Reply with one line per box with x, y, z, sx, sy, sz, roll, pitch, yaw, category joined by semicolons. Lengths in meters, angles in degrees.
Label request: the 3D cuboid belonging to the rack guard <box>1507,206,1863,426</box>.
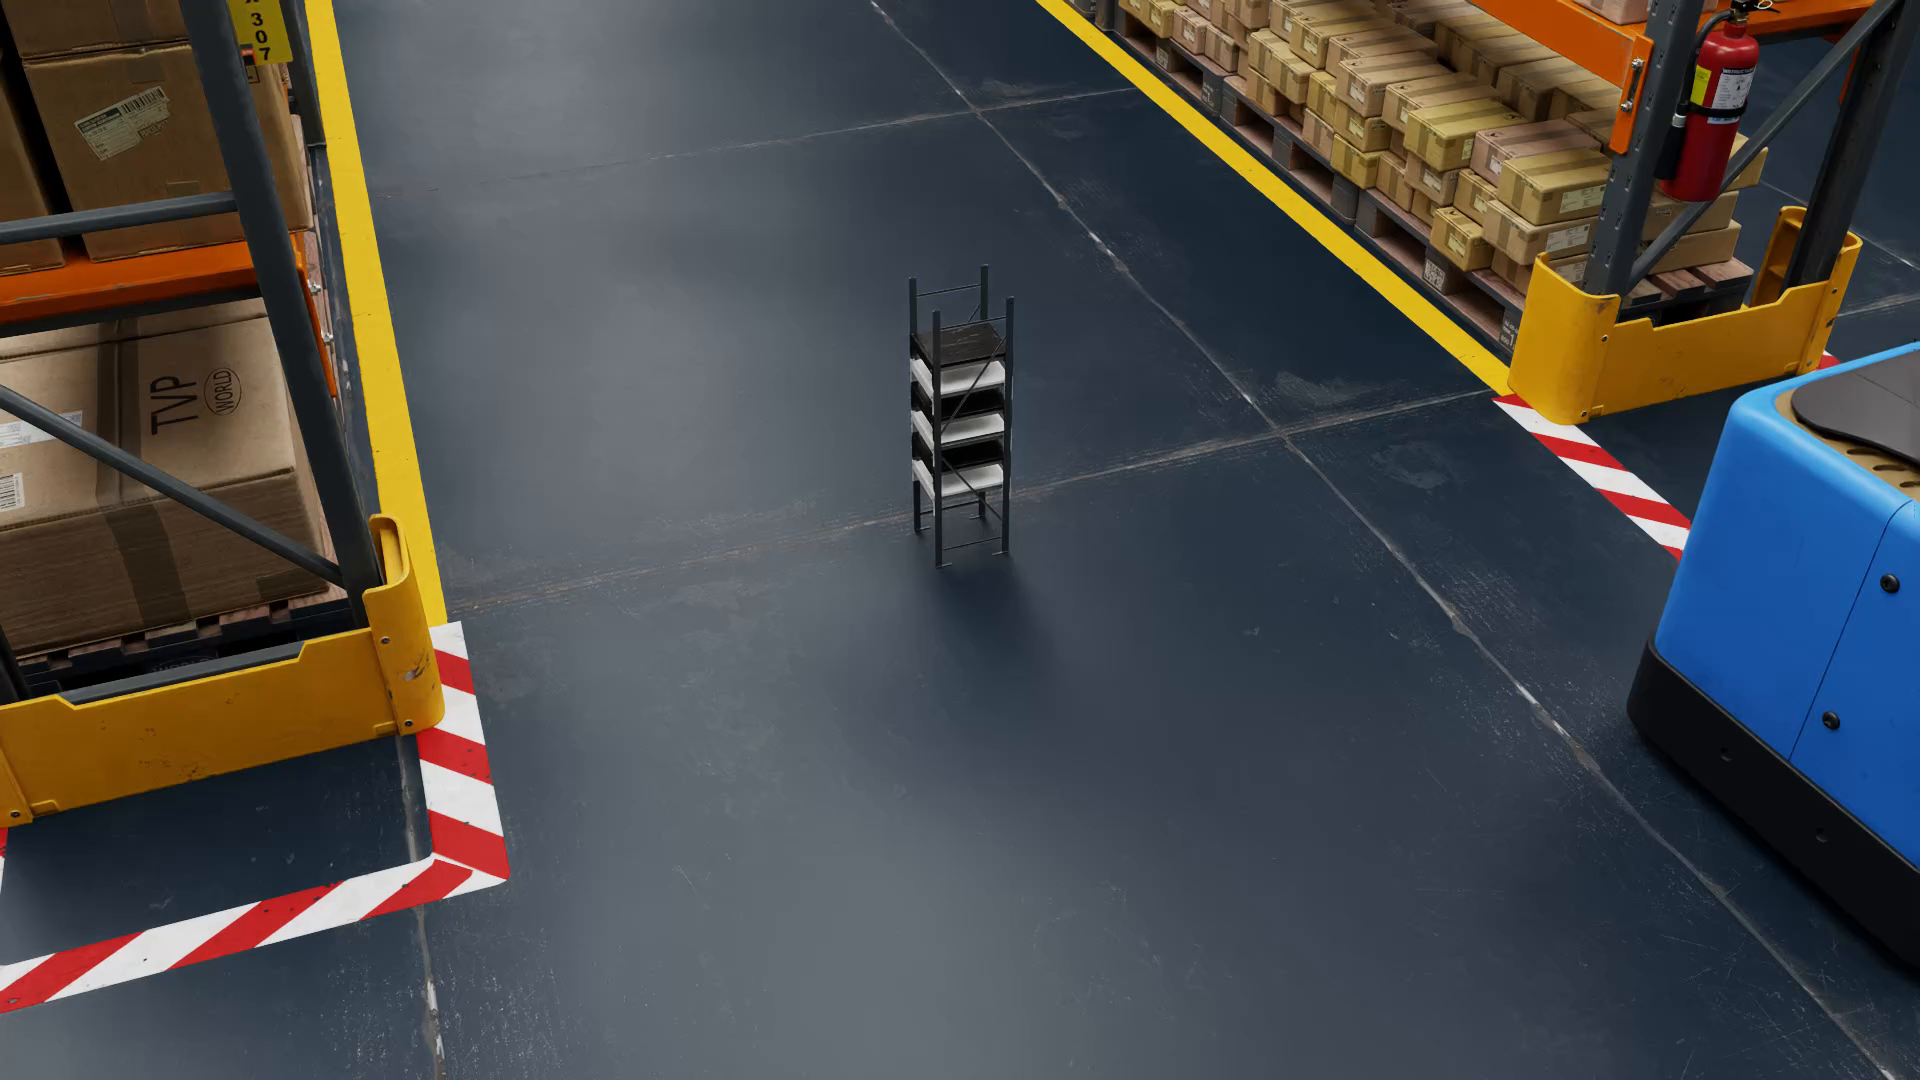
2.561;-0.804;5.902;1.175;0.500;0.348;-12;39;-16;rack guard

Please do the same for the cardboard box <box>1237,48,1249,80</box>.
1.520;-2.218;7.722;0.380;0.149;0.250;-14;39;-18;cardboard box

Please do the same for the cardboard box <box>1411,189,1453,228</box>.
2.017;-1.334;6.548;0.380;0.149;0.250;-13;39;-16;cardboard box

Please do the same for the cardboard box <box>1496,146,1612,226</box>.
2.167;-1.273;5.972;0.380;0.149;0.250;-12;39;-15;cardboard box

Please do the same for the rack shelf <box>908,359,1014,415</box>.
0.003;-0.472;4.885;0.258;0.077;0.200;-12;39;-16;rack shelf

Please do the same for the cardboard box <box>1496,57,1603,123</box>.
2.389;-1.815;6.692;0.380;0.149;0.250;-14;39;-18;cardboard box

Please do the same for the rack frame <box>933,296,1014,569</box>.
0.038;-0.297;4.897;0.240;0.900;0.006;-12;39;-16;rack frame

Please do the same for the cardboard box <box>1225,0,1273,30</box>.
1.429;-2.444;7.528;0.380;0.149;0.250;-12;39;-15;cardboard box

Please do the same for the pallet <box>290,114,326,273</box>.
-3.214;-1.377;6.903;1.003;0.211;1.213;-12;39;-16;pallet

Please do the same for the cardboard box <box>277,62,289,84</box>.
-2.280;-1.619;4.823;0.500;0.500;0.500;-13;39;-16;cardboard box

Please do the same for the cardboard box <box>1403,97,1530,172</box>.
1.926;-1.546;6.336;0.380;0.149;0.250;-13;39;-17;cardboard box

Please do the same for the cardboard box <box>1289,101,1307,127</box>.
1.681;-1.919;7.325;0.380;0.149;0.250;-11;38;-15;cardboard box

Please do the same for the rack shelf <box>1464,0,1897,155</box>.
1.899;-2.602;6.809;1.077;0.370;4.000;-12;39;-16;rack shelf

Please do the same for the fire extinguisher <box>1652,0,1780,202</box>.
2.241;-1.342;4.912;0.296;0.674;0.183;-12;39;-16;fire extinguisher

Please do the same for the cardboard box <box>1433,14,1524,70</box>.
2.254;-2.132;7.113;0.380;0.149;0.250;-12;39;-15;cardboard box

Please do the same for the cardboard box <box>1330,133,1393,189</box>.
1.773;-1.602;6.904;0.380;0.149;0.250;-14;39;-18;cardboard box

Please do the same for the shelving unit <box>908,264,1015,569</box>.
0.003;-0.355;4.973;0.258;0.900;0.210;-12;39;-16;shelving unit

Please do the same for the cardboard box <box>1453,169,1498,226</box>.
2.098;-1.305;6.263;0.380;0.149;0.250;-13;39;-17;cardboard box

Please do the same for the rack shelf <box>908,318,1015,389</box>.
0.003;-0.544;4.831;0.258;0.077;0.200;-12;39;-16;rack shelf

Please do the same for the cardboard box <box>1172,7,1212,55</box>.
1.260;-2.496;8.091;0.380;0.149;0.250;-13;39;-16;cardboard box

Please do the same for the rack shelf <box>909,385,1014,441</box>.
0.003;-0.400;4.939;0.258;0.077;0.200;-12;39;-16;rack shelf

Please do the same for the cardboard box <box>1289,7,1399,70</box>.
1.649;-2.160;7.151;0.380;0.149;0.250;-12;39;-16;cardboard box

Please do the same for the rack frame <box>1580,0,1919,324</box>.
2.587;-1.759;5.093;1.000;3.000;0.127;-12;39;-16;rack frame

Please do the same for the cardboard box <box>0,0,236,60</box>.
-1.923;-1.447;3.764;0.500;0.500;0.500;-13;39;-17;cardboard box

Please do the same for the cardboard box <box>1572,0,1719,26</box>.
2.210;-1.785;5.335;0.380;0.149;0.250;-12;39;-16;cardboard box

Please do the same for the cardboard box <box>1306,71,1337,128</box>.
1.696;-1.878;7.023;0.380;0.149;0.250;-11;38;-14;cardboard box

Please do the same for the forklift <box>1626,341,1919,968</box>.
3.367;-0.765;3.829;3.031;2.935;1.130;-16;40;-20;forklift

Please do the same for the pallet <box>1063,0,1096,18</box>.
0.941;-3.345;9.515;1.003;0.211;1.213;-12;39;-16;pallet

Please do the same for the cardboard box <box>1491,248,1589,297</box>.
2.210;-1.043;6.162;0.380;0.149;0.250;-12;39;-15;cardboard box

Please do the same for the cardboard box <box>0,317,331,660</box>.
-2.347;-0.174;4.768;0.875;0.438;0.875;-14;39;-17;cardboard box

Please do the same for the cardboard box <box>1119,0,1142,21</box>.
1.034;-2.776;8.463;0.380;0.149;0.250;-14;39;-18;cardboard box

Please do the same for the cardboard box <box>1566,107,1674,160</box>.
2.518;-1.523;6.305;0.380;0.149;0.250;-12;39;-15;cardboard box

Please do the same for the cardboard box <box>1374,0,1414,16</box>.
2.095;-2.417;7.492;0.380;0.149;0.250;-14;39;-18;cardboard box

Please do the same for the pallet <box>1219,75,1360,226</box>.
1.899;-1.843;7.521;1.003;0.211;1.213;-12;39;-16;pallet

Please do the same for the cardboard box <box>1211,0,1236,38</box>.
1.414;-2.488;7.833;0.380;0.149;0.250;-14;39;-18;cardboard box

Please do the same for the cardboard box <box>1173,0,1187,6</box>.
1.206;-2.771;8.210;0.380;0.149;0.250;-12;39;-16;cardboard box

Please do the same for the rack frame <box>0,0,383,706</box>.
-2.026;-0.677;3.656;1.000;3.000;0.127;-12;39;-16;rack frame

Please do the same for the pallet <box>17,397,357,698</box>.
-2.374;0.001;5.073;1.003;0.211;1.213;-12;39;-16;pallet

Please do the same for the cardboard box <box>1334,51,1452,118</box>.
1.752;-1.846;6.734;0.380;0.149;0.250;-11;38;-14;cardboard box

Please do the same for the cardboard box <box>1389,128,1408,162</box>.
1.961;-1.613;6.671;0.380;0.149;0.250;-13;39;-16;cardboard box

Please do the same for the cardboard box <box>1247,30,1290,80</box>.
1.514;-2.172;7.414;0.380;0.149;0.250;-13;39;-16;cardboard box

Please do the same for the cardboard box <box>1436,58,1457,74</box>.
2.140;-1.985;7.165;0.380;0.149;0.250;-11;38;-14;cardboard box
